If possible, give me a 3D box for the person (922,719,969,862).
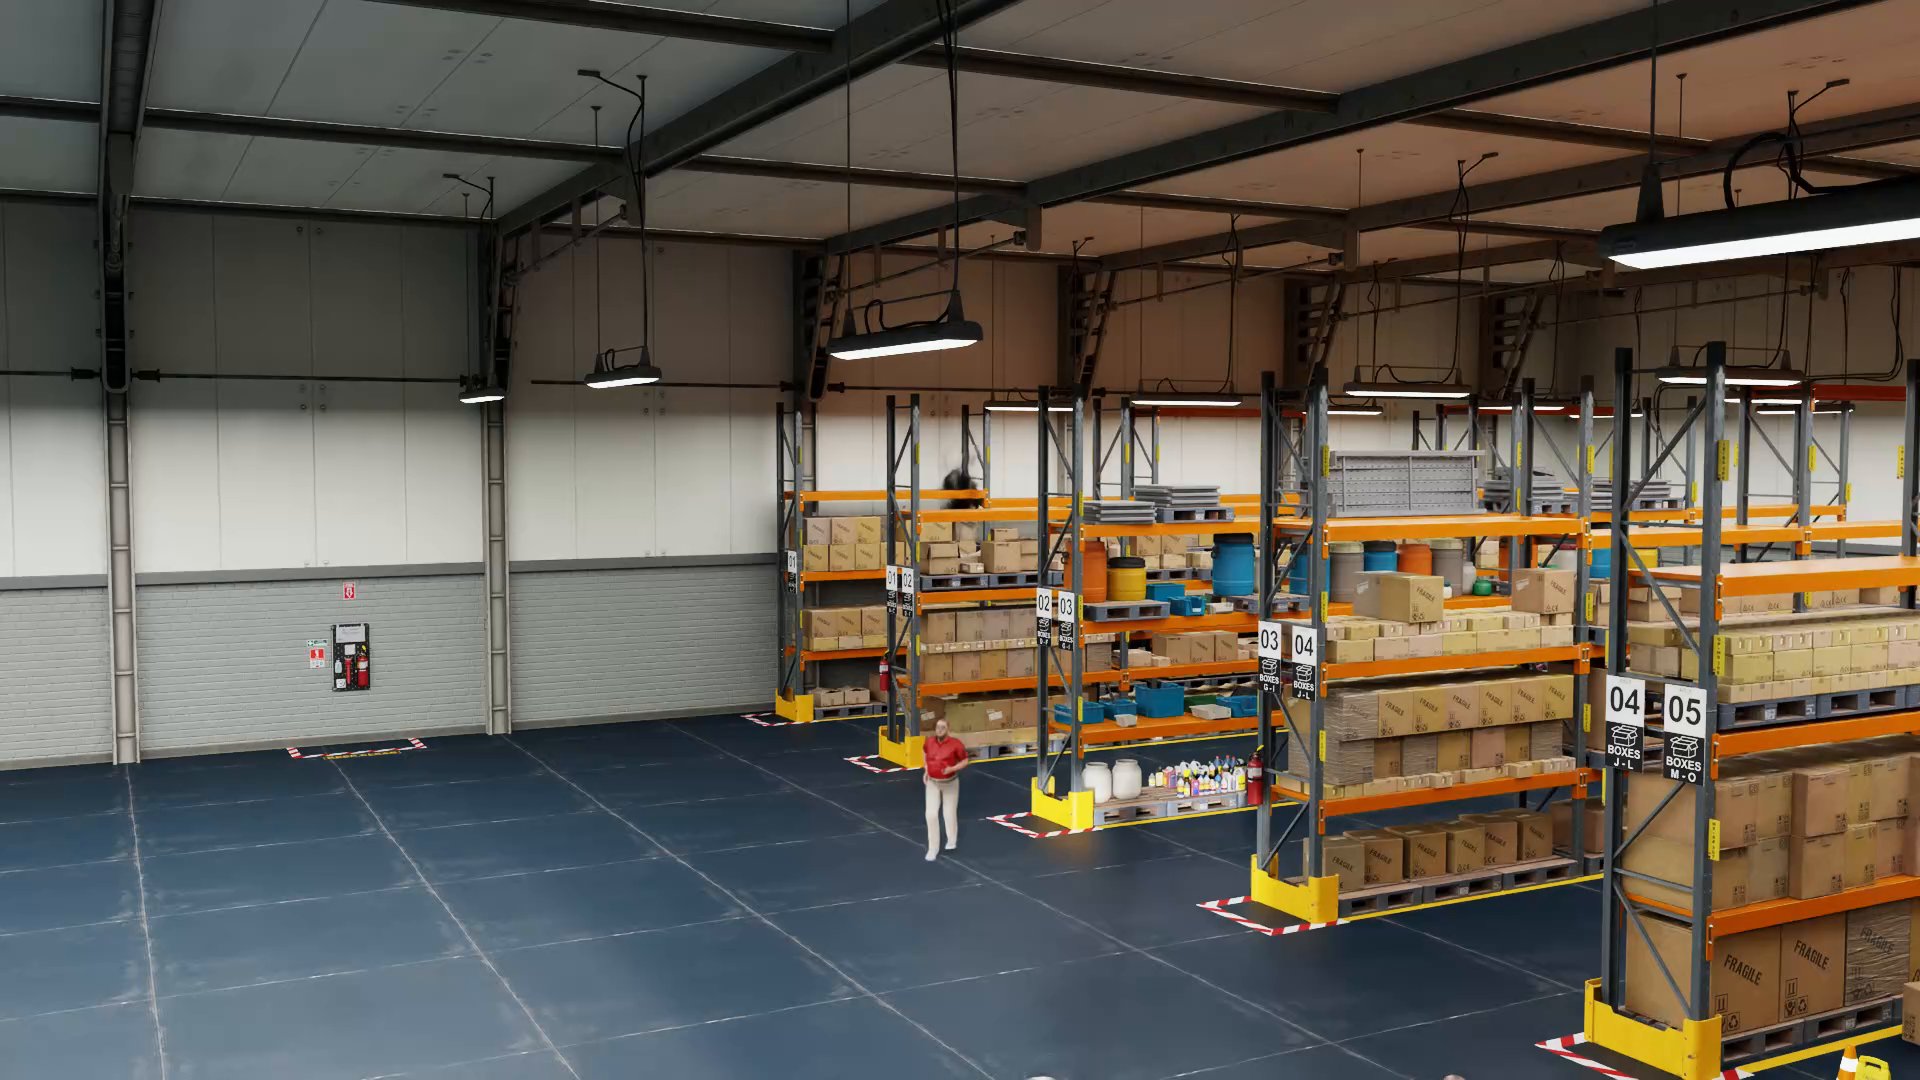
[{"bbox_3d":[-0.204,3.134,20.947,0.635,1.782,0.802,1,3,11],"label":"person"}]
